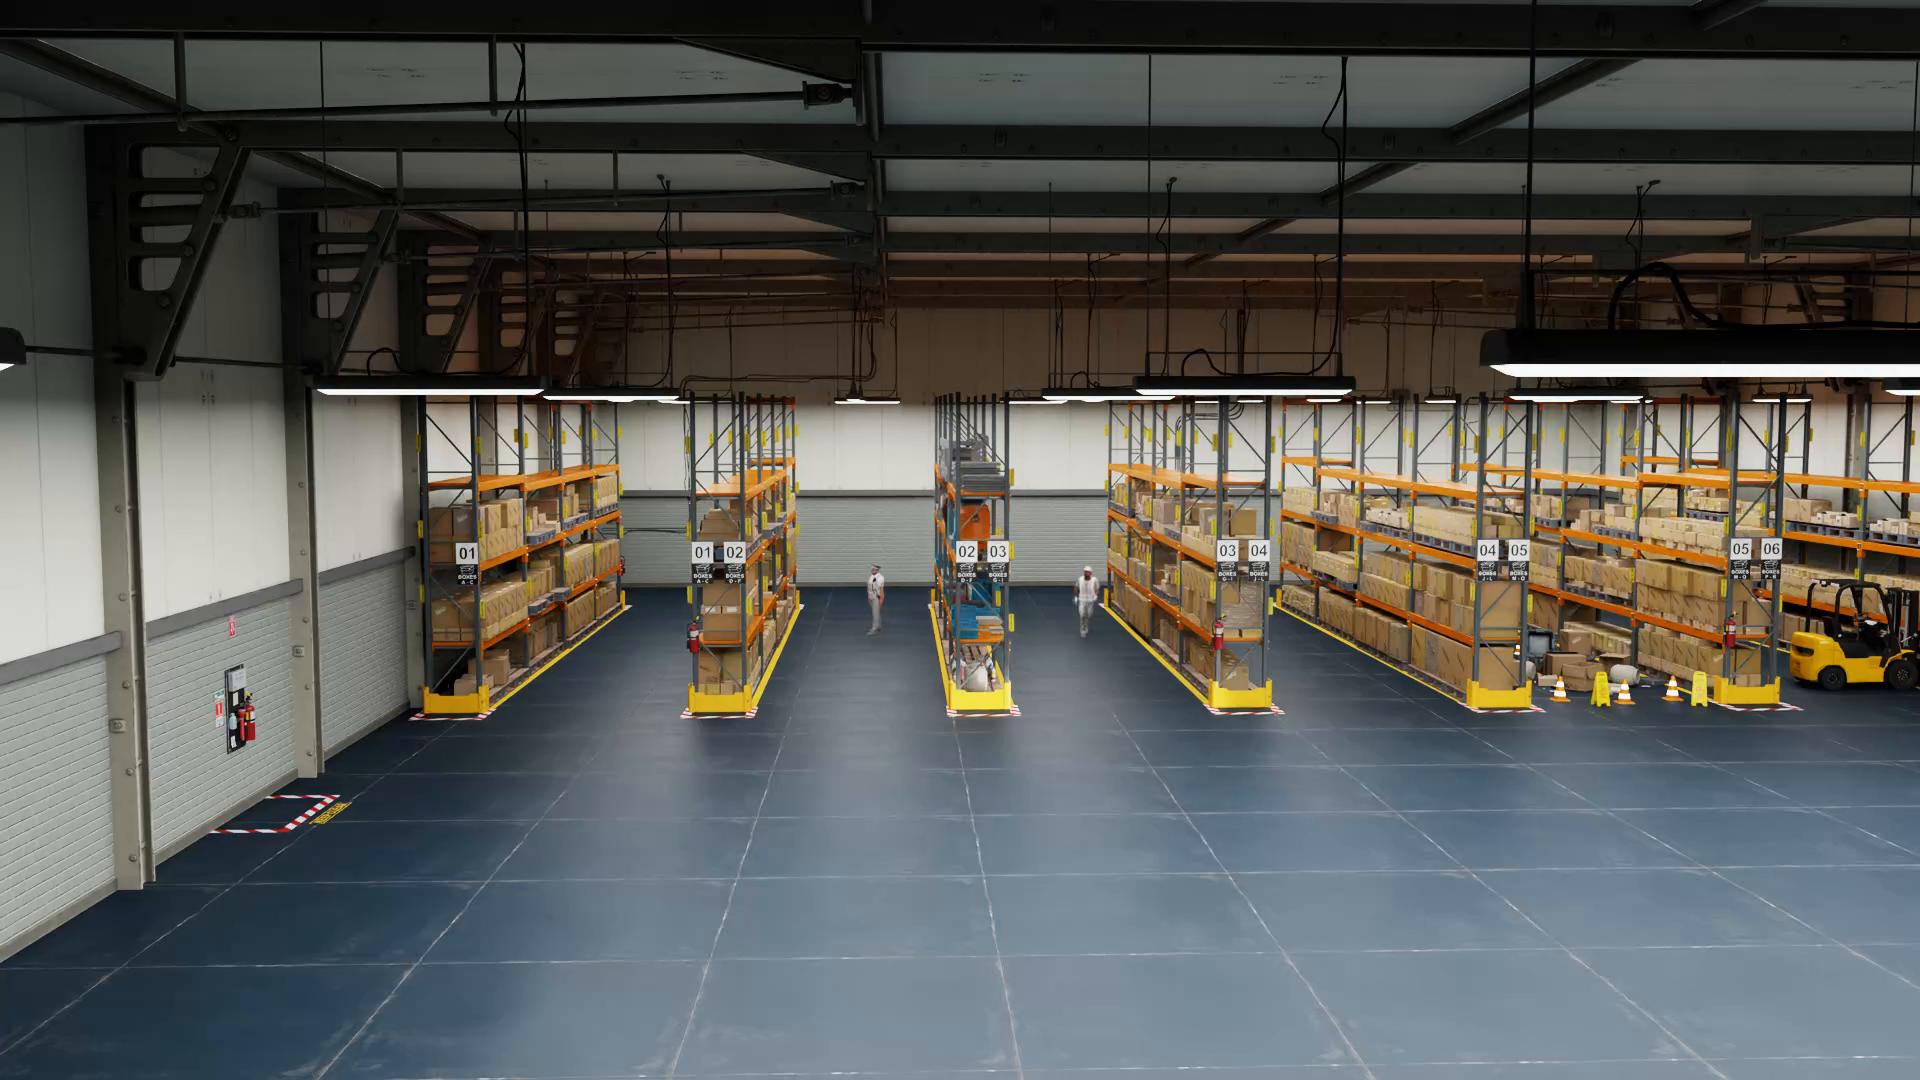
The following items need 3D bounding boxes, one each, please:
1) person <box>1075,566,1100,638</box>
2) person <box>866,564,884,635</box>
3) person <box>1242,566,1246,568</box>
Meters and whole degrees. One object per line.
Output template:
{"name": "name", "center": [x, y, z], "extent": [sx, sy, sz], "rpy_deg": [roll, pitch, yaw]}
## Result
{"name": "person", "center": [3.191, 1.556, 41.606], "extent": [0.605, 1.809, 0.878], "rpy_deg": [0, 5, 1]}
{"name": "person", "center": [-2.209, 1.484, 42.042], "extent": [0.556, 1.775, 0.585], "rpy_deg": [-2, 5, -28]}
{"name": "person", "center": [7.967, 0.995, 48.063], "extent": [0.658, 1.807, 0.502], "rpy_deg": [3, 5, 33]}
